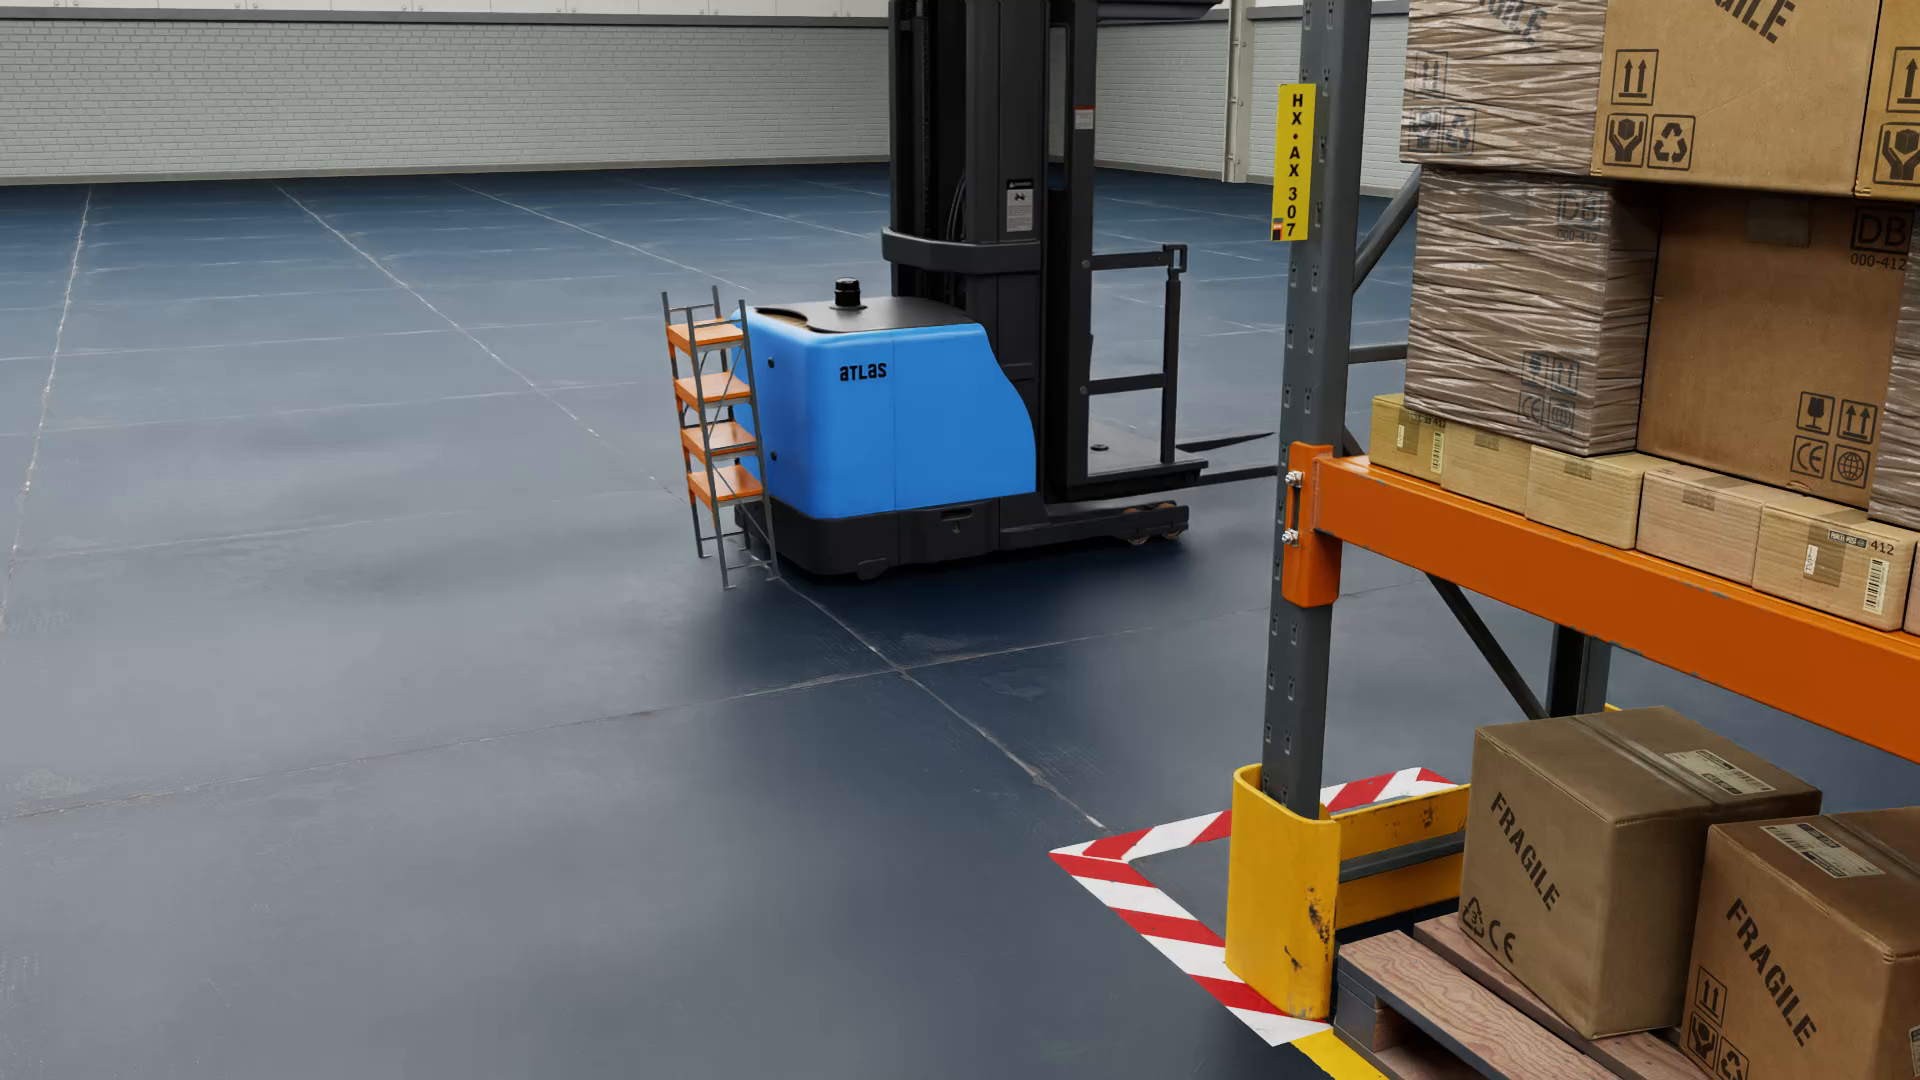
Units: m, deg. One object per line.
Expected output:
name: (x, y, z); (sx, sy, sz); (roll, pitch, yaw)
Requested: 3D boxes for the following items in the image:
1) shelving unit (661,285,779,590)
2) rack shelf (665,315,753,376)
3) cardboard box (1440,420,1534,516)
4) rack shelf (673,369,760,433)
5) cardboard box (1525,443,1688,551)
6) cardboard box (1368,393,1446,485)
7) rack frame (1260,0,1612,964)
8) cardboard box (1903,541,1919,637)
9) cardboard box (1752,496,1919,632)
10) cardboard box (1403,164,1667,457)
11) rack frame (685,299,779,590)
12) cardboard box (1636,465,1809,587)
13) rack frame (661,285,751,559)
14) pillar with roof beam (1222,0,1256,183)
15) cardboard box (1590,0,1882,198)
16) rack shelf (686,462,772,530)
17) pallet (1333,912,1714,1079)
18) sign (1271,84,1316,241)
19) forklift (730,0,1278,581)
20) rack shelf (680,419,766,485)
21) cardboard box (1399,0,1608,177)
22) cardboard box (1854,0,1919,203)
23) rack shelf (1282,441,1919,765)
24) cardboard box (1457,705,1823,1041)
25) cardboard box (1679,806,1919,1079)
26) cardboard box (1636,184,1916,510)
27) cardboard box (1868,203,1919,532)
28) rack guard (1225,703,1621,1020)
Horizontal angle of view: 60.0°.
shelving unit: (-1.023, -0.446, 7.091); (0.258, 1.200, 0.503); (-11, 19, -19)
rack shelf: (-1.056, -0.819, 6.971); (0.258, 0.148, 0.480); (-11, 19, -19)
cardboard box: (1.203, -0.167, 3.351); (0.380, 0.149, 0.250); (-8, 18, -25)
rack shelf: (-1.036, -0.594, 7.043); (0.258, 0.148, 0.480); (-11, 19, -19)
cardboard box: (1.299, -0.104, 3.129); (0.380, 0.149, 0.250); (-8, 18, -25)
cardboard box: (1.110, -0.232, 3.576); (0.380, 0.149, 0.250); (-8, 18, -25)
rack frame: (1.200, -0.452, 3.888); (1.000, 3.000, 0.127); (-8, 18, -25)
cardboard box: (1.664, 0.077, 2.498); (0.380, 0.149, 0.250); (-8, 18, -25)
cardboard box: (1.530, 0.019, 2.703); (0.380, 0.149, 0.250); (-8, 18, -25)
cardboard box: (1.416, -0.503, 3.346); (0.875, 0.500, 0.500); (-8, 18, -25)
rack frame: (-0.935, -0.383, 6.872); (0.240, 1.200, 0.015); (-11, 19, -19)
cardboard box: (1.427, -0.044, 2.922); (0.380, 0.149, 0.250); (-8, 18, -25)
rack frame: (-1.110, -0.508, 7.310); (0.240, 1.200, 0.015); (-11, 19, -19)
pillar with roof beam: (1.258, -10.493, 28.001); (9.100, 9.000, 0.400); (-8, 18, -25)
cardboard box: (1.409, -0.829, 2.670); (0.500, 0.500, 0.500); (-8, 18, -25)
rack shelf: (-1.000, -0.194, 7.172); (0.258, 0.148, 0.480); (-11, 19, -19)
pallet: (1.557, 1.113, 3.490); (1.003, 0.211, 1.213); (-8, 18, -25)
sign: (0.712, -0.802, 3.539); (0.100, 0.325, 0.005); (-8, 18, -25)
forklift: (0.490, -1.507, 7.688); (3.031, 2.935, 1.130); (-8, 18, -27)
rack shelf: (-1.017, -0.382, 7.111); (0.258, 0.148, 0.480); (-11, 19, -19)
cardboard box: (1.196, -0.954, 3.105); (0.500, 0.500, 0.500); (-8, 18, -25)
cardboard box: (1.629, -0.706, 2.238); (0.500, 0.500, 0.500); (-8, 18, -25)
rack shelf: (2.076, 0.390, 2.259); (1.077, 0.370, 4.000); (-8, 18, -25)
cardboard box: (1.458, 0.705, 3.628); (0.500, 0.500, 0.500); (-4, 17, -15)
cardboard box: (1.751, 0.849, 3.126); (0.500, 0.500, 0.500); (-3, 16, -10)
cardboard box: (1.743, -0.394, 2.964); (0.875, 0.500, 0.500); (-8, 18, -25)
cardboard box: (1.923, -0.265, 2.514); (0.875, 0.500, 0.500); (-8, 18, -25)
rack guard: (1.233, 0.768, 4.167); (1.175, 0.500, 0.348); (-8, 18, -25)
